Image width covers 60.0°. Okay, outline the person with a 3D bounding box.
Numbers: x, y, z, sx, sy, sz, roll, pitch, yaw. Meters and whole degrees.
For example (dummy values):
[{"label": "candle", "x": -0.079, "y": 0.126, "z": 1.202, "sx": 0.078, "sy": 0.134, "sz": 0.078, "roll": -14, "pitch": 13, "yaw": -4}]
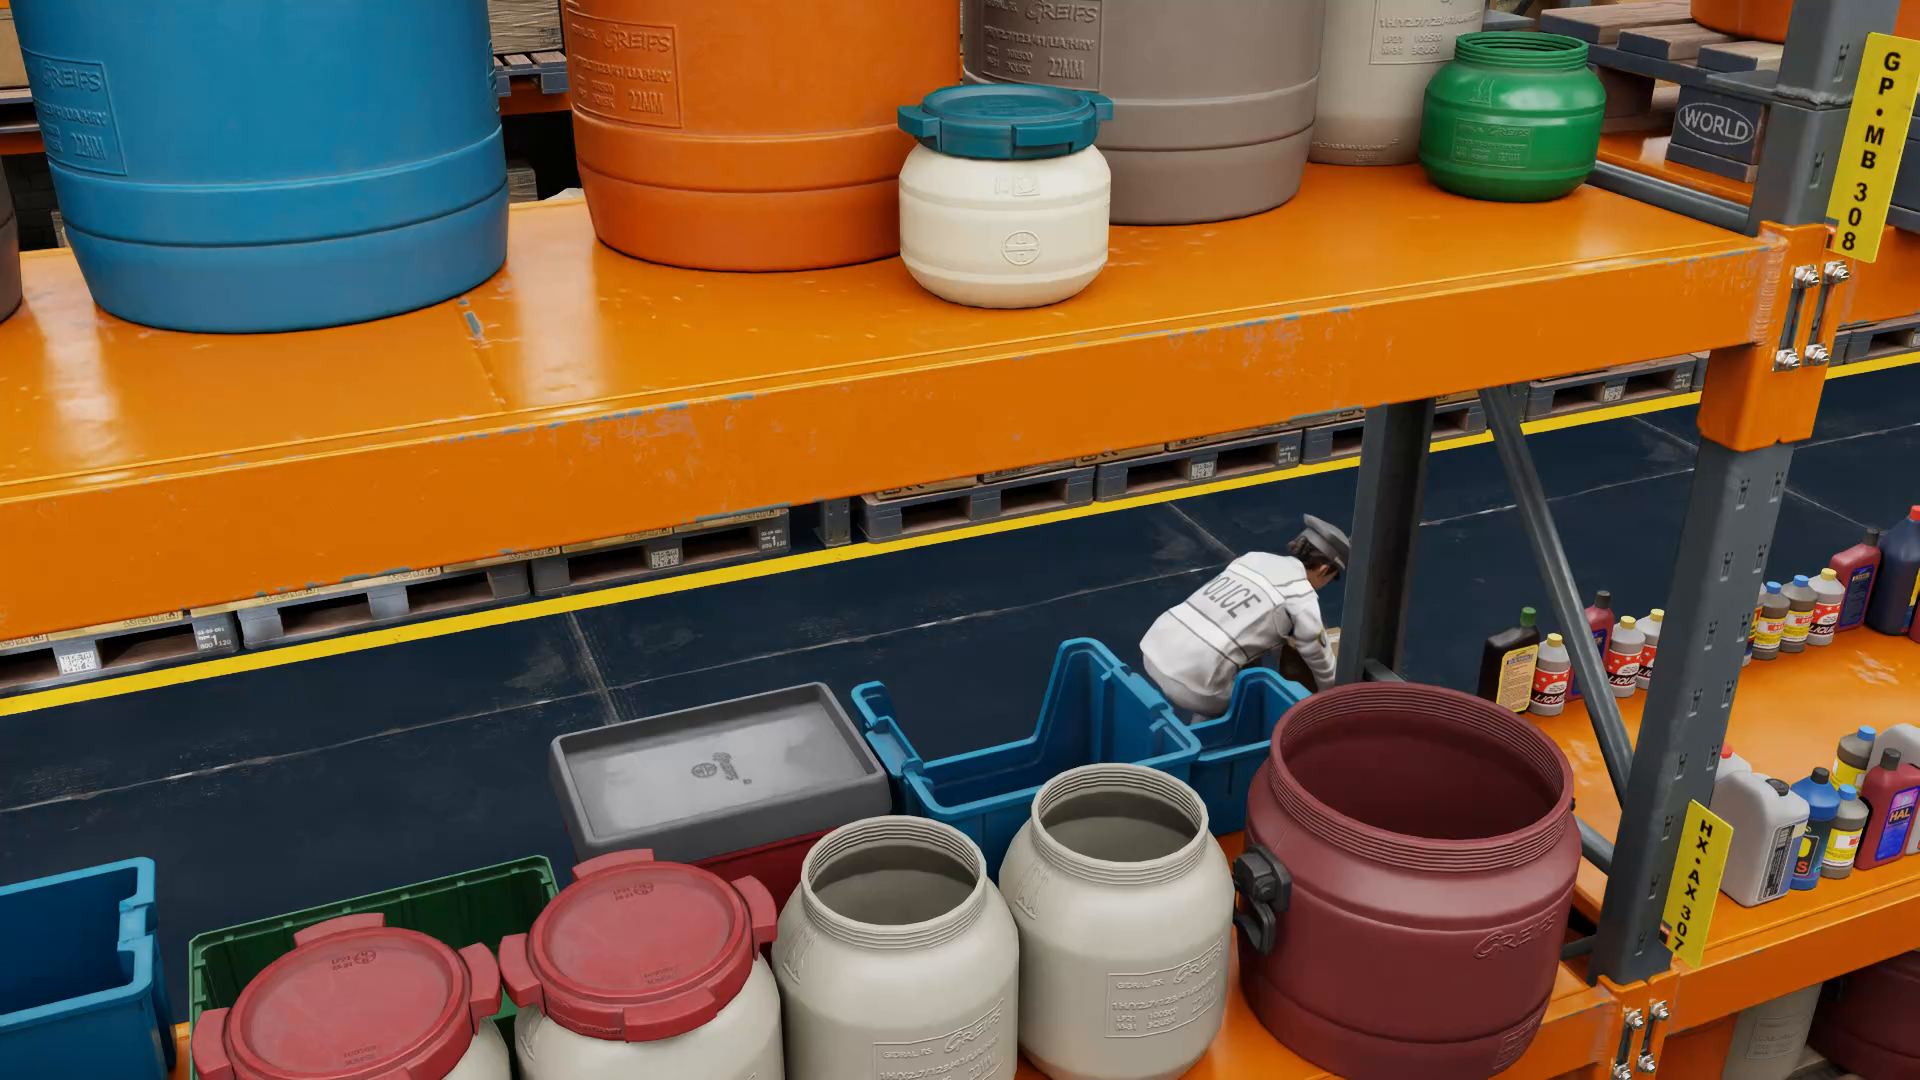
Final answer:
[{"label": "person", "x": 1.066, "y": 0.427, "z": 6.030, "sx": 0.860, "sy": 0.980, "sz": 0.457, "roll": -11, "pitch": 28, "yaw": -22}]
